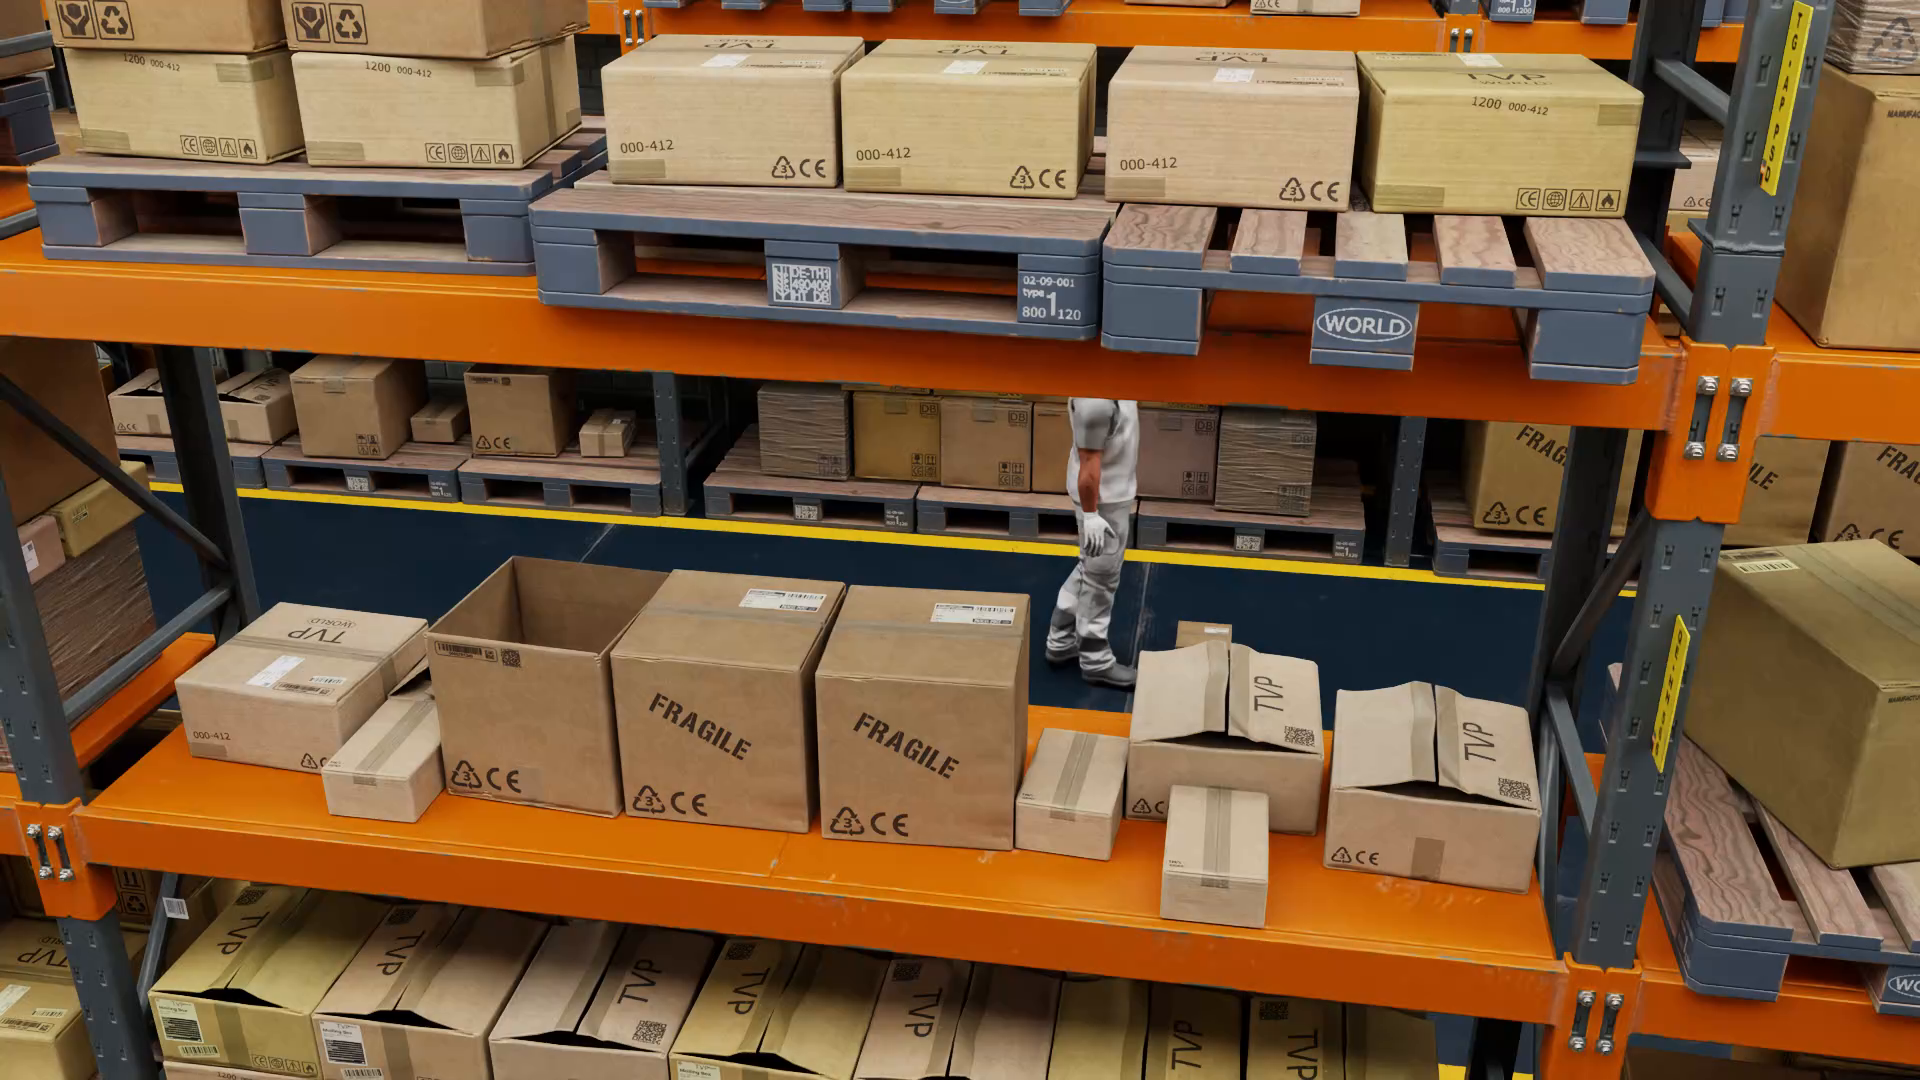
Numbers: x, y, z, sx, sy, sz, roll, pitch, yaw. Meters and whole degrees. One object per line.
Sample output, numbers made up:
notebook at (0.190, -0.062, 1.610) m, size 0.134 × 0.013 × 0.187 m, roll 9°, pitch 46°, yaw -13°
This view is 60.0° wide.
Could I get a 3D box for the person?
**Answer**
person at (0.630, -0.195, 7.414) m, size 0.463 × 1.794 × 0.590 m, roll 1°, pitch 25°, yaw 2°
